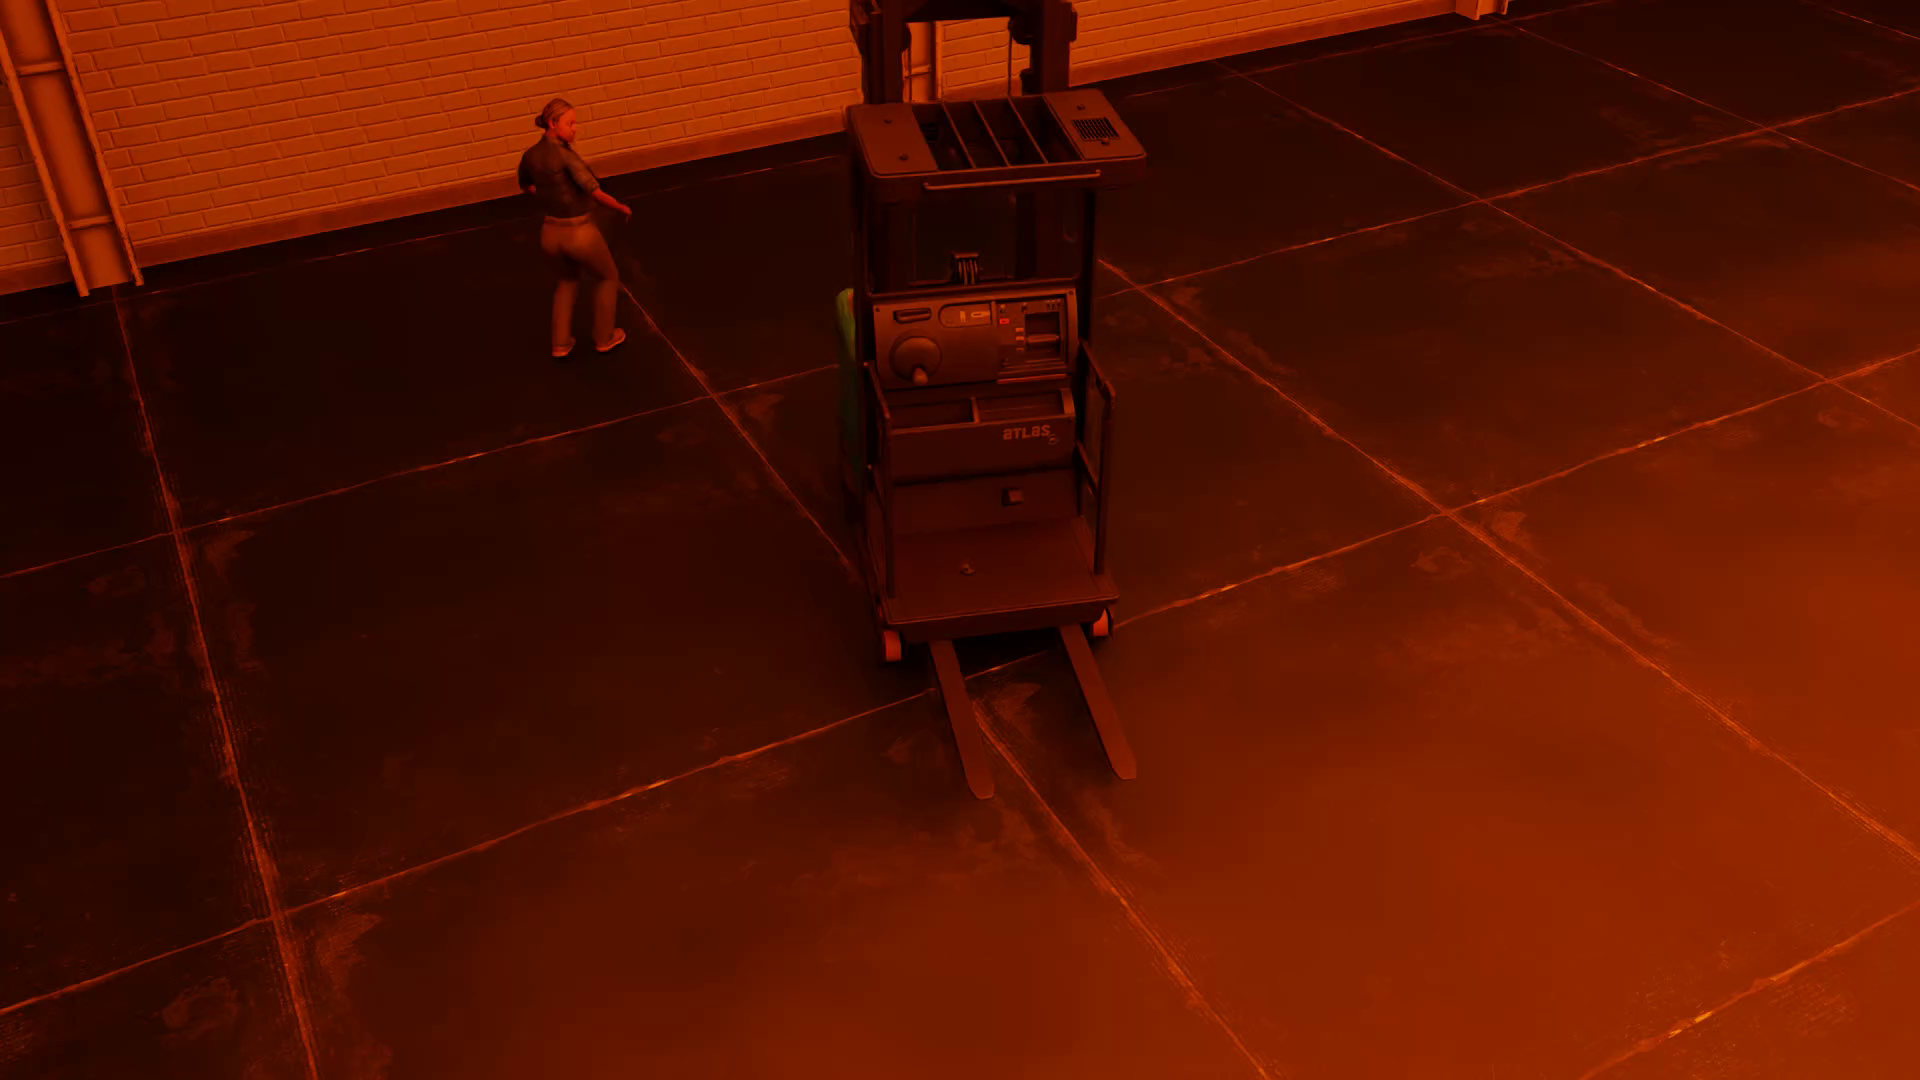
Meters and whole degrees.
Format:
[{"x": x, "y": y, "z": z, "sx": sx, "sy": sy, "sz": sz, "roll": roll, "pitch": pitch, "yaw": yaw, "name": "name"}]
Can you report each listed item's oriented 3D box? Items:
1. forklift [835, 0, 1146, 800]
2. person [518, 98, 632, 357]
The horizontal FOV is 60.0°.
[{"x": 0.116, "y": -0.851, "z": 7.327, "sx": 1.130, "sy": 2.935, "sz": 3.031, "roll": -6, "pitch": 36, "yaw": -9, "name": "forklift"}, {"x": -2.291, "y": -1.850, "z": 9.933, "sx": 0.691, "sy": 1.611, "sz": 0.554, "roll": 14, "pitch": 38, "yaw": 19, "name": "person"}]
